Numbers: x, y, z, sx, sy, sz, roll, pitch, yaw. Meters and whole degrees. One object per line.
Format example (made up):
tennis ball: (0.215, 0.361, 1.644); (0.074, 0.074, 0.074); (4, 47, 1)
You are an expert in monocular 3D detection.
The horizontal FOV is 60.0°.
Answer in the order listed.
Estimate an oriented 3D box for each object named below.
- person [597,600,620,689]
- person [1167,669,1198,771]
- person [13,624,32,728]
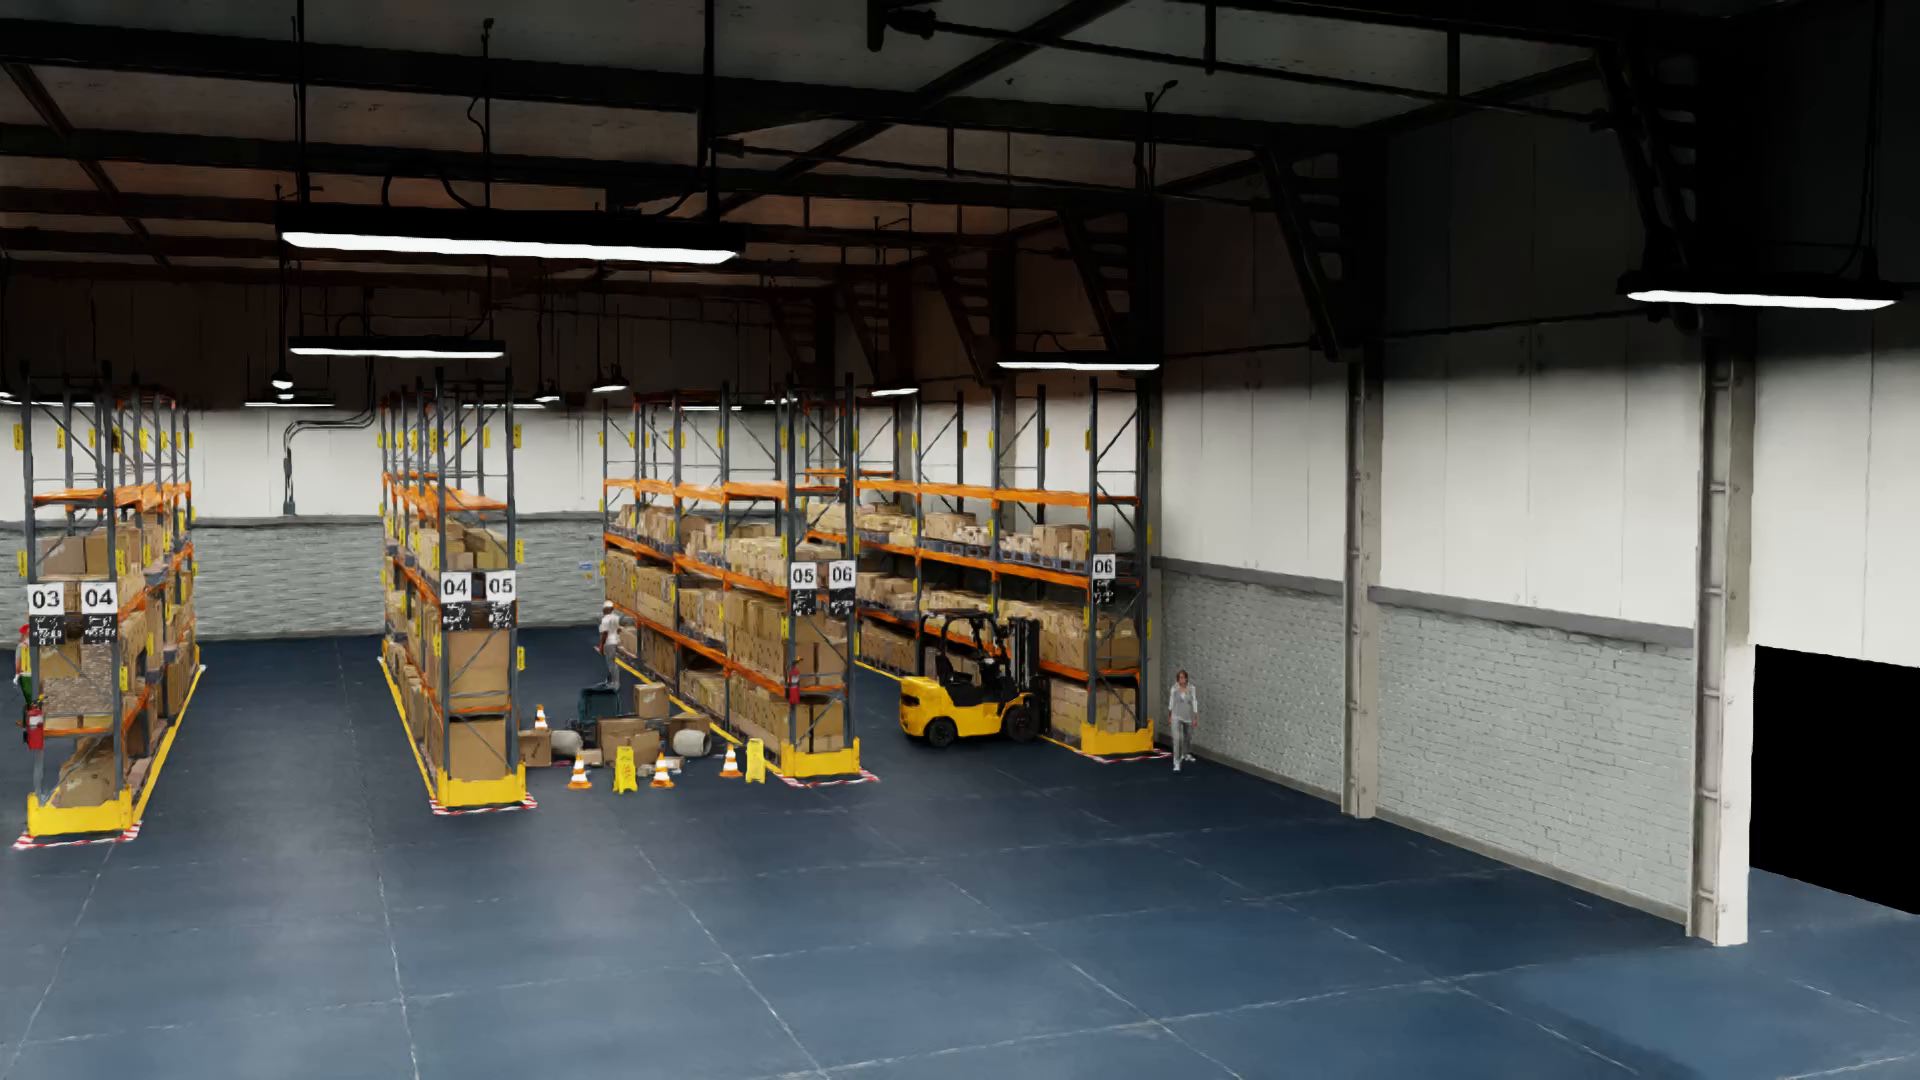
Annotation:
person: (-7.076, 2.094, 33.442); (0.580, 1.762, 0.673); (1, 3, 9)
person: (3.393, 2.703, 25.323); (0.461, 1.531, 0.868); (0, 3, 1)
person: (-16.254, 2.353, 28.964); (0.583, 1.786, 0.658); (0, 3, 1)
